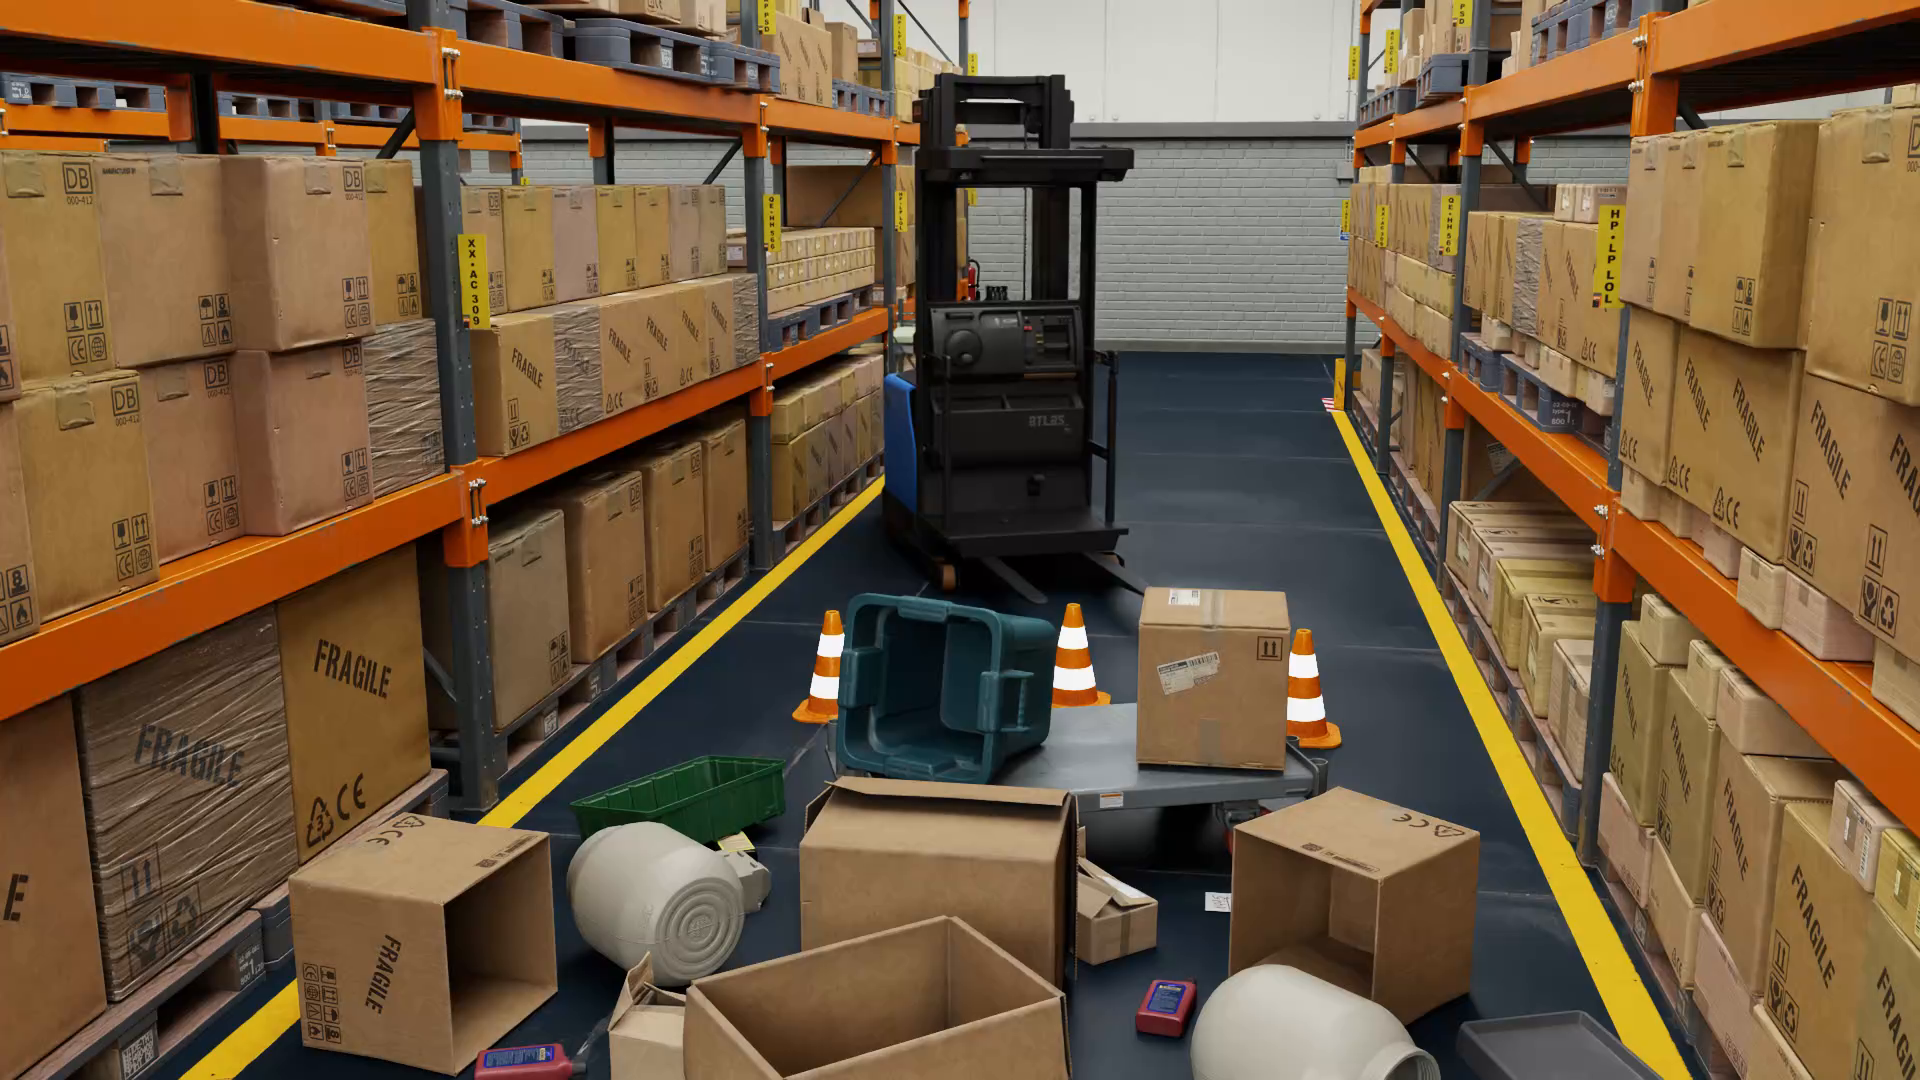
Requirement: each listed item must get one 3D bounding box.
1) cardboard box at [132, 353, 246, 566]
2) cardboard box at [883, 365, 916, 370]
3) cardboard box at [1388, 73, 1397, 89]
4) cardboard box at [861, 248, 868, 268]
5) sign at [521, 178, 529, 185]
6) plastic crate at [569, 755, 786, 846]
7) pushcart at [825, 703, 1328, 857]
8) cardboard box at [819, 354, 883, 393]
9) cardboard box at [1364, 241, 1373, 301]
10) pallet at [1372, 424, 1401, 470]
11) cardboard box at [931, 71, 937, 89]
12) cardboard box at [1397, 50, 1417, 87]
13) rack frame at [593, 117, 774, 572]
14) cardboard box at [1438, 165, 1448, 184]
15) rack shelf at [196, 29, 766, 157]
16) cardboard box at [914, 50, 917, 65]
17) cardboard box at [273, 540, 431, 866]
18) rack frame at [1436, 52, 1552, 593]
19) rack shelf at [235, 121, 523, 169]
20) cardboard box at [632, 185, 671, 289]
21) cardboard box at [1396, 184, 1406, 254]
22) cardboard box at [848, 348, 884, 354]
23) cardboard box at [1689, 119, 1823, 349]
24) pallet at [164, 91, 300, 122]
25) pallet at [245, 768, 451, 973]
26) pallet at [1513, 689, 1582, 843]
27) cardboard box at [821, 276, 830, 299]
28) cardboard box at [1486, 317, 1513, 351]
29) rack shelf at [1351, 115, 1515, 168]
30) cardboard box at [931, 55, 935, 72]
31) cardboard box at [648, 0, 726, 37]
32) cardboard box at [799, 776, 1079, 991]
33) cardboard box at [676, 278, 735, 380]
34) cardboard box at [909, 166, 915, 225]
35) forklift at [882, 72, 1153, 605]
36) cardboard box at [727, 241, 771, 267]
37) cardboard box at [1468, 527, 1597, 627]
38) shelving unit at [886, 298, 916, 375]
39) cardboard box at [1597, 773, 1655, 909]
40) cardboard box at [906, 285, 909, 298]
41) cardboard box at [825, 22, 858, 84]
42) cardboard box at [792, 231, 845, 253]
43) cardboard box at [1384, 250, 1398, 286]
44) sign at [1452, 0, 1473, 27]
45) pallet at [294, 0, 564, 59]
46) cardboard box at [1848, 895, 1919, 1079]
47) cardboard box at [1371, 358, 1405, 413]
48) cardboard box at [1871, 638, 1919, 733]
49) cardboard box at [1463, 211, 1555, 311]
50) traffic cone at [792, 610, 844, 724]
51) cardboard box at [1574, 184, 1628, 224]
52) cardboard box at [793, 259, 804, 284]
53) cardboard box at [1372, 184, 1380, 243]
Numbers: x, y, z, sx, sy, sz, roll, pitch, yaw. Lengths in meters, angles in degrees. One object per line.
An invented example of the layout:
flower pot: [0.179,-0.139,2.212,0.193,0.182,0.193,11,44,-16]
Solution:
cardboard box: [-2.566,-0.239,4.626,0.875,0.550,0.550,2,12,9]
cardboard box: [-0.543,-1.514,15.258,0.380,0.149,0.250,2,12,10]
cardboard box: [3.659,-3.791,13.427,0.396,0.266,0.258,2,12,10]
cardboard box: [-0.935,-2.216,13.048,0.380,0.149,0.250,2,12,9]
sign: [-4.765,-3.808,18.231,0.100,0.325,0.005,2,12,9]
plastic crate: [-0.992,0.959,5.963,0.450,0.188,0.662,-3,8,40]
pushcart: [0.386,0.891,5.962,1.648,0.377,0.936,-2,12,-11]
cardboard box: [-0.894,-1.319,13.148,0.500,0.250,0.500,2,12,7]
cardboard box: [3.833,-2.359,14.580,0.500,0.500,0.500,2,12,8]
pallet: [4.072,-0.785,14.135,1.003,0.211,1.213,2,12,9]
cardboard box: [-0.482,-4.180,15.319,0.500,0.250,0.500,1,12,6]
cardboard box: [3.455,-3.506,12.342,0.396,0.266,0.258,2,12,8]
rack frame: [-1.644,-1.299,9.902,1.000,3.000,0.127,2,12,9]
cardboard box: [3.758,-2.973,13.518,0.380,0.149,0.250,2,12,10]
rack shelf: [-1.952,-1.998,7.730,1.077,0.370,4.000,2,12,9]
cardboard box: [-0.583,-4.234,14.621,0.380,0.149,0.250,1,12,7]
cardboard box: [-2.426,0.495,5.621,0.875,0.875,0.875,2,12,10]
rack frame: [3.262,-1.160,9.255,1.000,3.000,0.127,2,12,9]
rack shelf: [-5.607,-3.845,16.300,1.077,0.370,4.000,2,12,9]
cardboard box: [-1.877,-1.532,8.369,0.700,0.500,0.500,2,12,8]
cardboard box: [3.475,-2.341,12.126,0.500,0.500,0.500,2,12,8]
cardboard box: [-0.919,-1.859,16.859,0.380,0.149,0.250,2,12,8]
cardboard box: [2.161,-0.716,3.881,0.700,0.500,0.500,2,12,7]
pallet: [-6.007,-3.494,13.420,0.805,0.209,1.217,1,12,6]
pallet: [-2.454,1.052,5.609,1.003,0.211,1.213,2,12,9]
pallet: [2.765,0.874,6.438,1.003,0.211,1.213,2,12,9]
cardboard box: [-1.133,-1.798,11.818,0.380,0.149,0.250,1,12,7]
cardboard box: [2.801,-1.011,8.163,0.380,0.149,0.250,2,12,9]
rack shelf: [4.185,-3.524,14.811,1.077,0.370,4.000,2,12,9]
cardboard box: [-0.433,-4.398,15.386,0.380,0.149,0.250,2,12,7]
cardboard box: [-1.509,-2.749,8.486,0.500,0.311,0.500,2,12,9]
cardboard box: [-0.064,1.017,4.758,0.797,0.637,0.503,2,12,9]
cardboard box: [-1.527,-1.142,8.934,0.500,0.500,0.500,2,12,9]
cardboard box: [-0.654,-3.009,14.520,0.500,0.500,0.500,2,12,7]
forklift: [0.337,-1.220,9.695,1.130,2.935,3.031,-3,13,-14]
cardboard box: [-1.381,-1.763,10.243,0.380,0.149,0.250,2,12,9]
cardboard box: [3.060,0.191,8.230,0.950,0.372,0.625,2,12,8]
shelving unit: [-0.263,-0.912,11.665,0.431,1.500,0.755,1,12,3]
cardboard box: [2.289,0.926,5.108,0.500,0.250,0.500,1,12,6]
cardboard box: [-0.659,-2.227,14.804,0.380,0.149,0.250,1,12,6]
cardboard box: [-1.196,-3.777,13.045,0.700,0.500,0.500,2,12,9]
cardboard box: [-1.062,-2.200,12.268,0.380,0.149,0.250,1,12,7]
cardboard box: [3.531,-2.081,12.699,0.500,0.250,0.500,2,12,7]
sign: [2.715,-2.937,8.968,0.100,0.325,0.005,2,12,9]
pallet: [-2.167,-2.032,6.635,0.805,0.209,1.217,1,12,6]
cardboard box: [1.974,0.994,3.012,0.500,0.500,0.500,2,12,11]
cardboard box: [4.357,-1.447,15.670,0.875,0.438,0.875,2,12,10]
cardboard box: [2.006,0.275,3.194,0.380,0.149,0.250,2,12,8]
cardboard box: [2.964,-1.473,8.769,0.500,0.500,0.500,2,12,7]
traffic cone: [-0.561,0.543,7.374,0.336,0.463,0.334,2,12,9]
cardboard box: [2.588,-1.291,6.385,0.380,0.149,0.250,2,12,7]
cardboard box: [-1.256,-1.786,11.054,0.380,0.149,0.250,2,12,9]
cardboard box: [3.763,-2.743,13.989,0.500,0.500,0.500,2,12,8]
